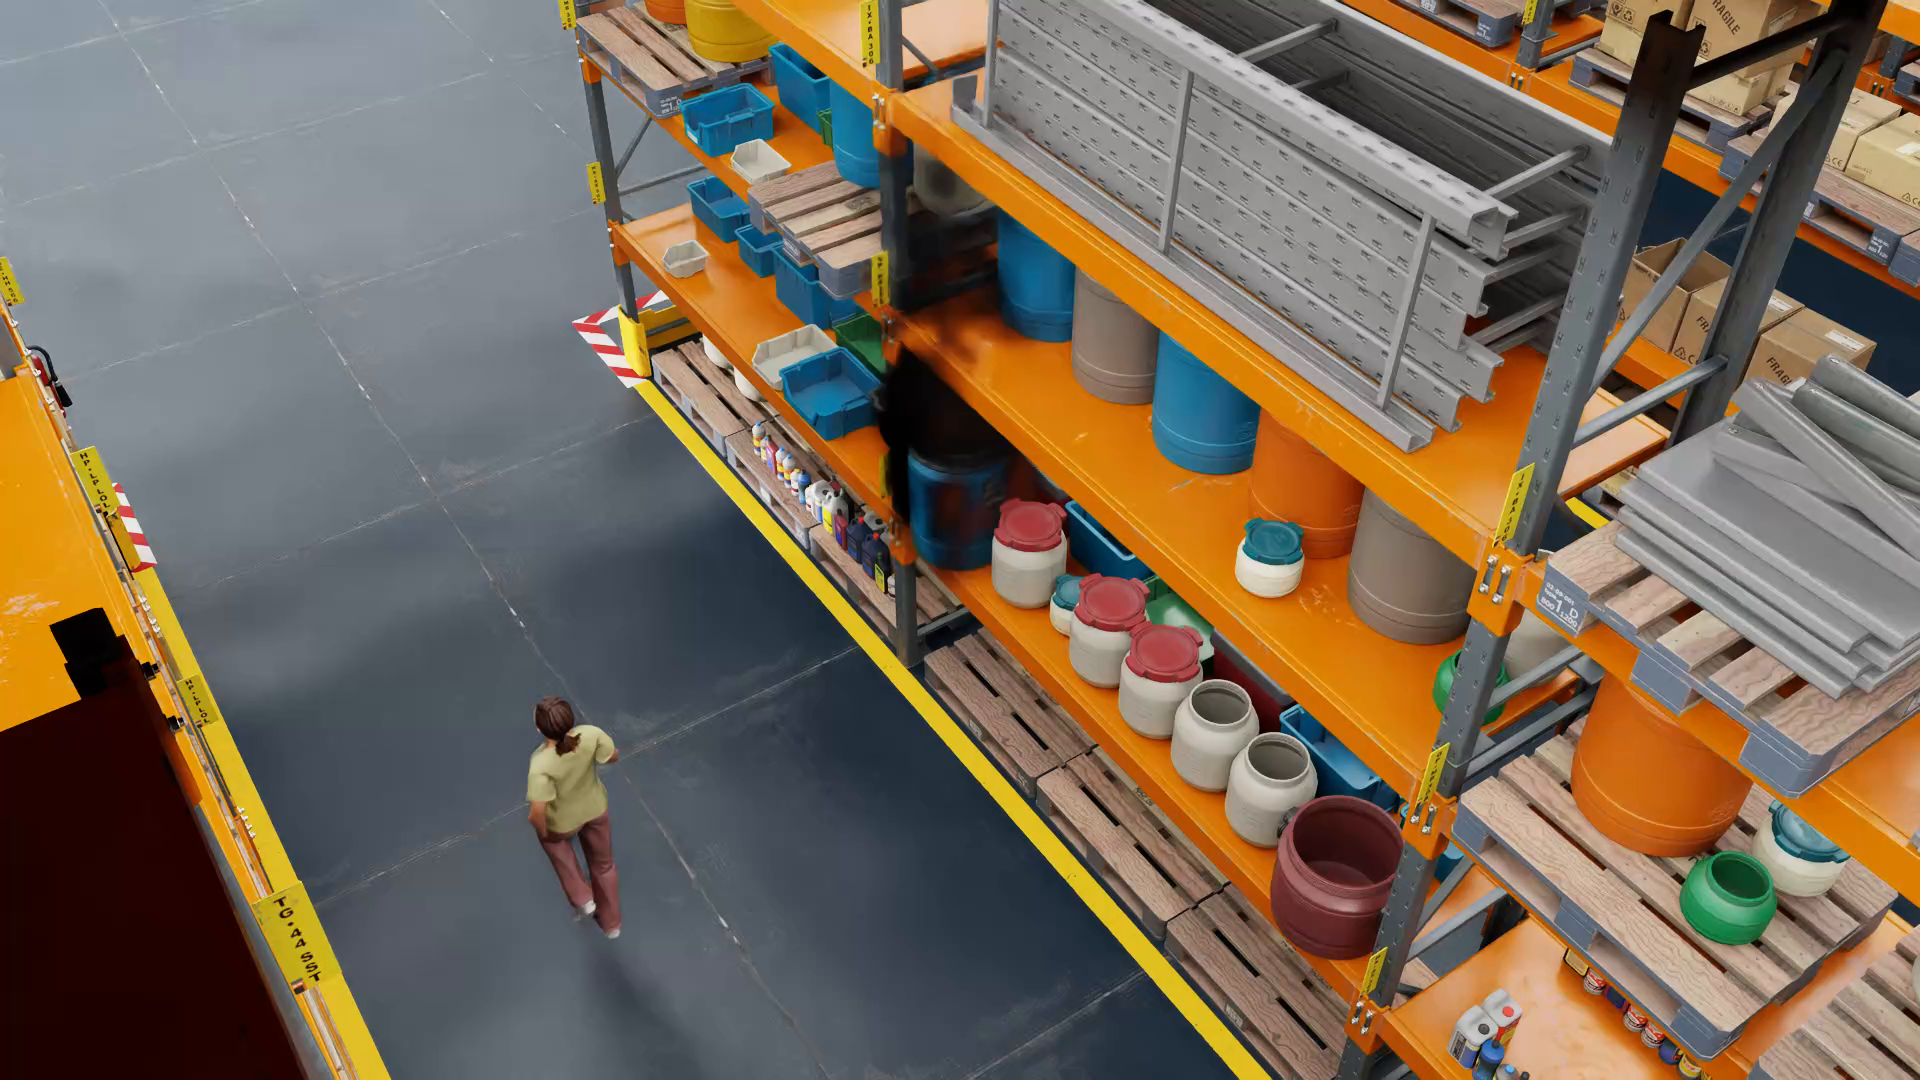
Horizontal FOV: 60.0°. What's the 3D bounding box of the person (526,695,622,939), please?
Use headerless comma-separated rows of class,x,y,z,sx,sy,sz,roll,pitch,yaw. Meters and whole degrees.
person,-2.003,1.398,8.613,0.576,1.687,0.583,-27,49,-26
